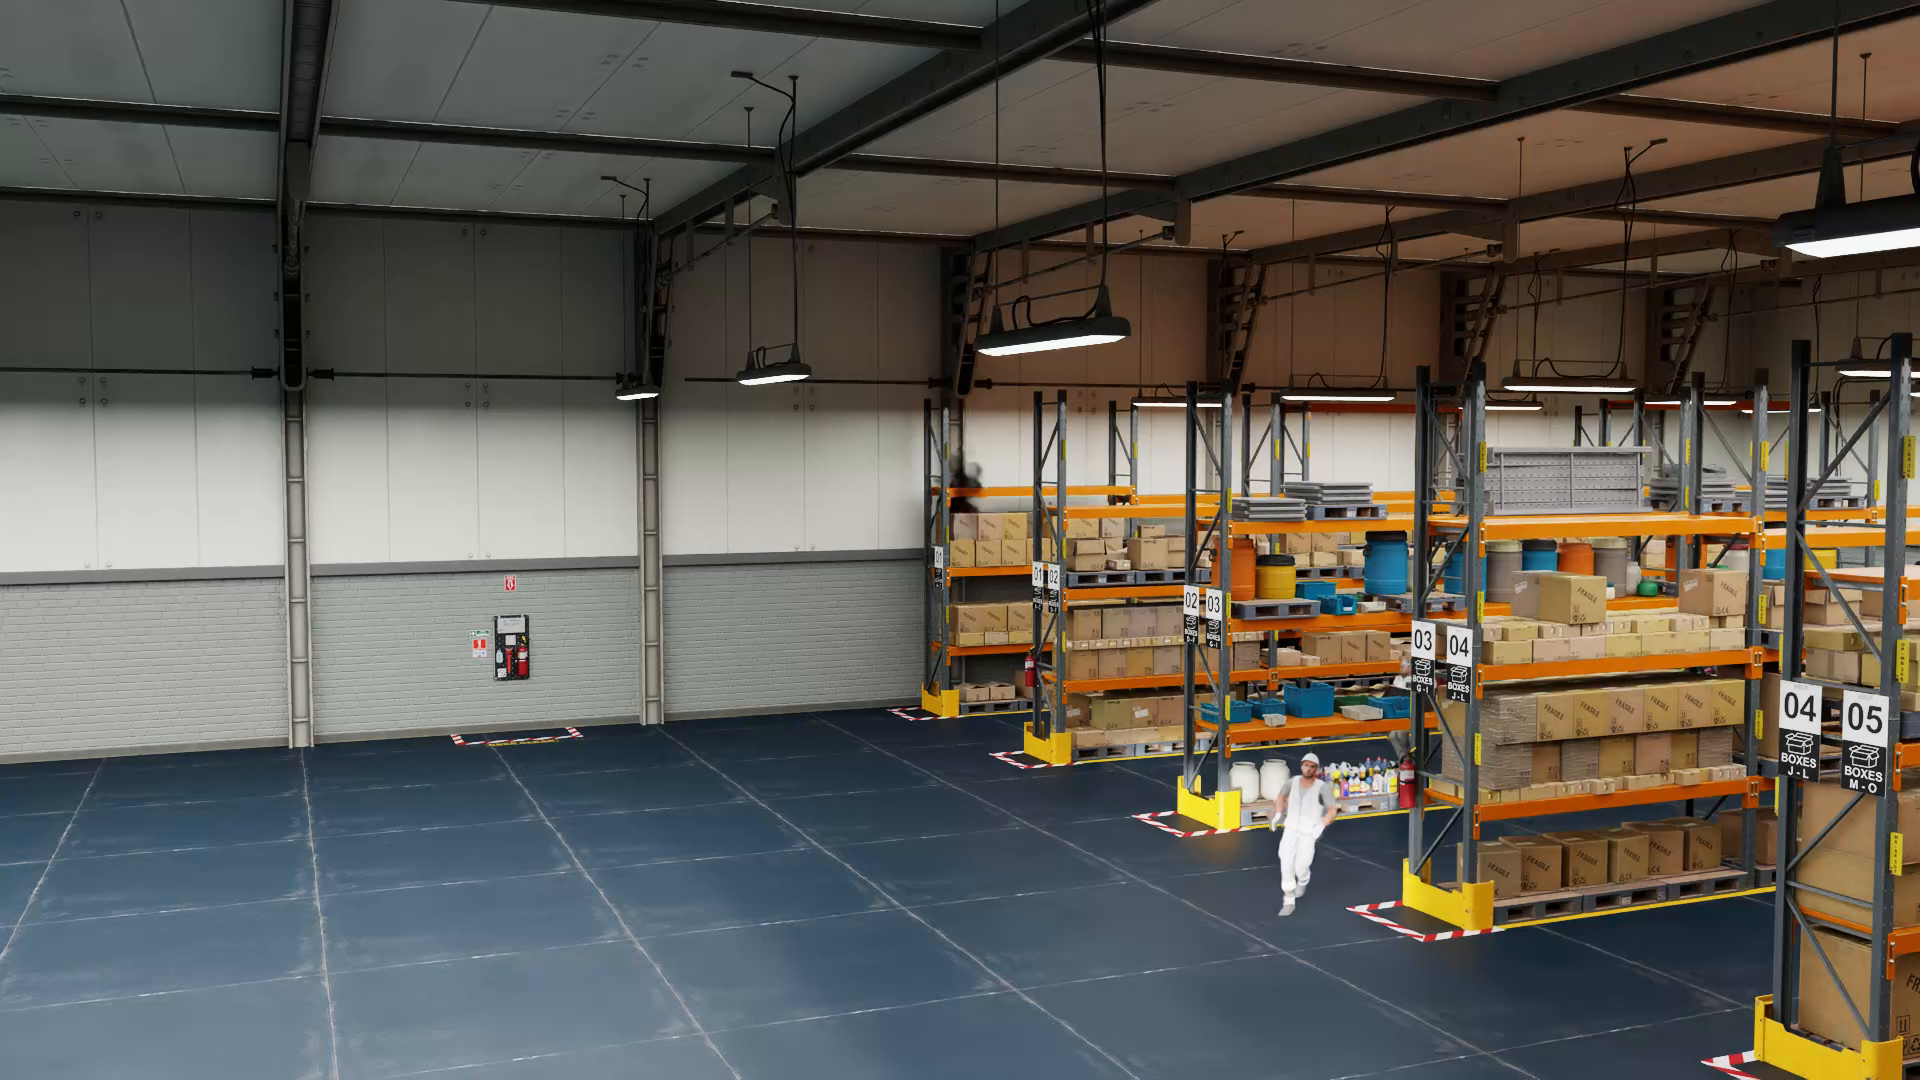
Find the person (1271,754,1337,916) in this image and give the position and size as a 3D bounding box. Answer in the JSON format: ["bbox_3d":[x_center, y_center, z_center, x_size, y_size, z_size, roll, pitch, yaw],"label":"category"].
[{"bbox_3d":[3.771,3.223,18.313,0.703,1.754,0.674,2,4,32],"label":"person"}]

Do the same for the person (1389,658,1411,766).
[{"bbox_3d":[7.072,2.735,26.481,0.622,1.732,0.659,-2,4,-33],"label":"person"}]
